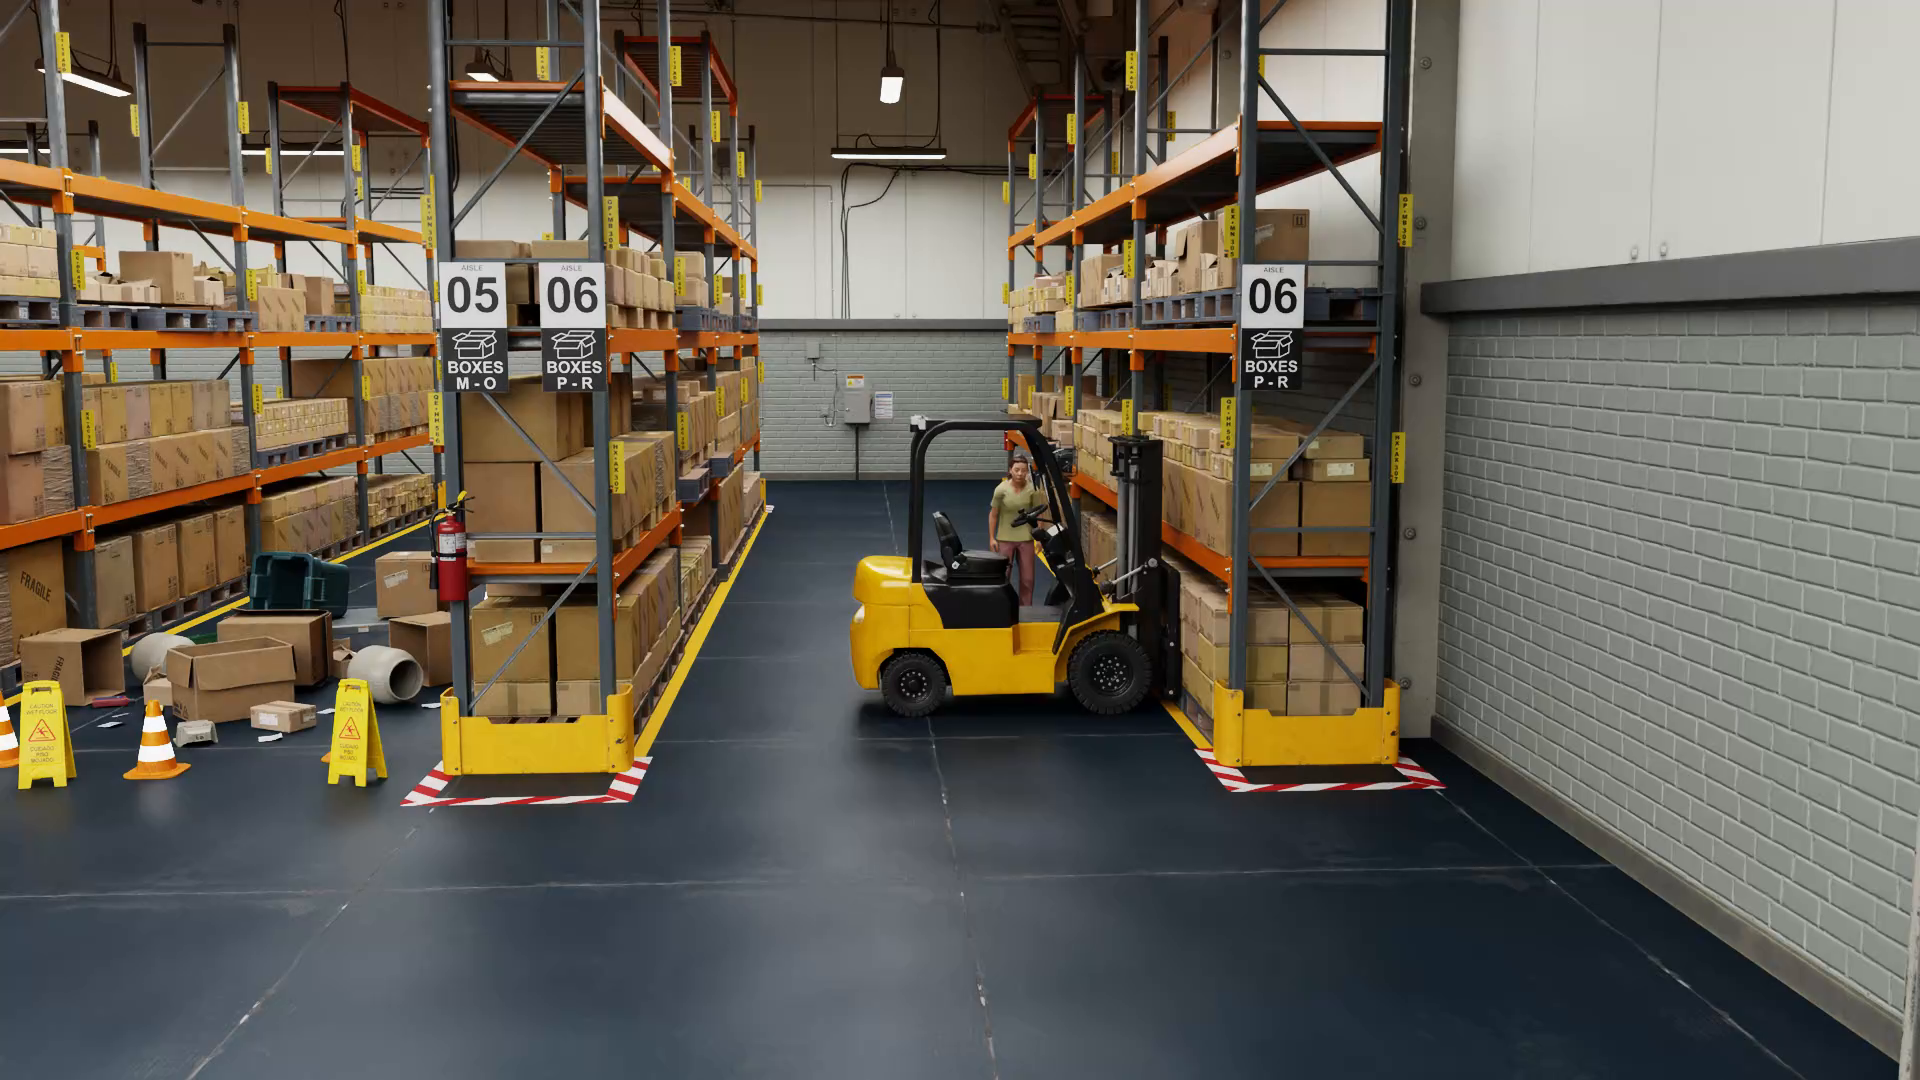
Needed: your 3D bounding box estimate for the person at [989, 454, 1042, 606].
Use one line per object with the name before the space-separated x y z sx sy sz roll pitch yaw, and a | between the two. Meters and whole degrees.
person | 0.523 0.030 15.508 0.505 1.672 0.352 -1 7 -5
